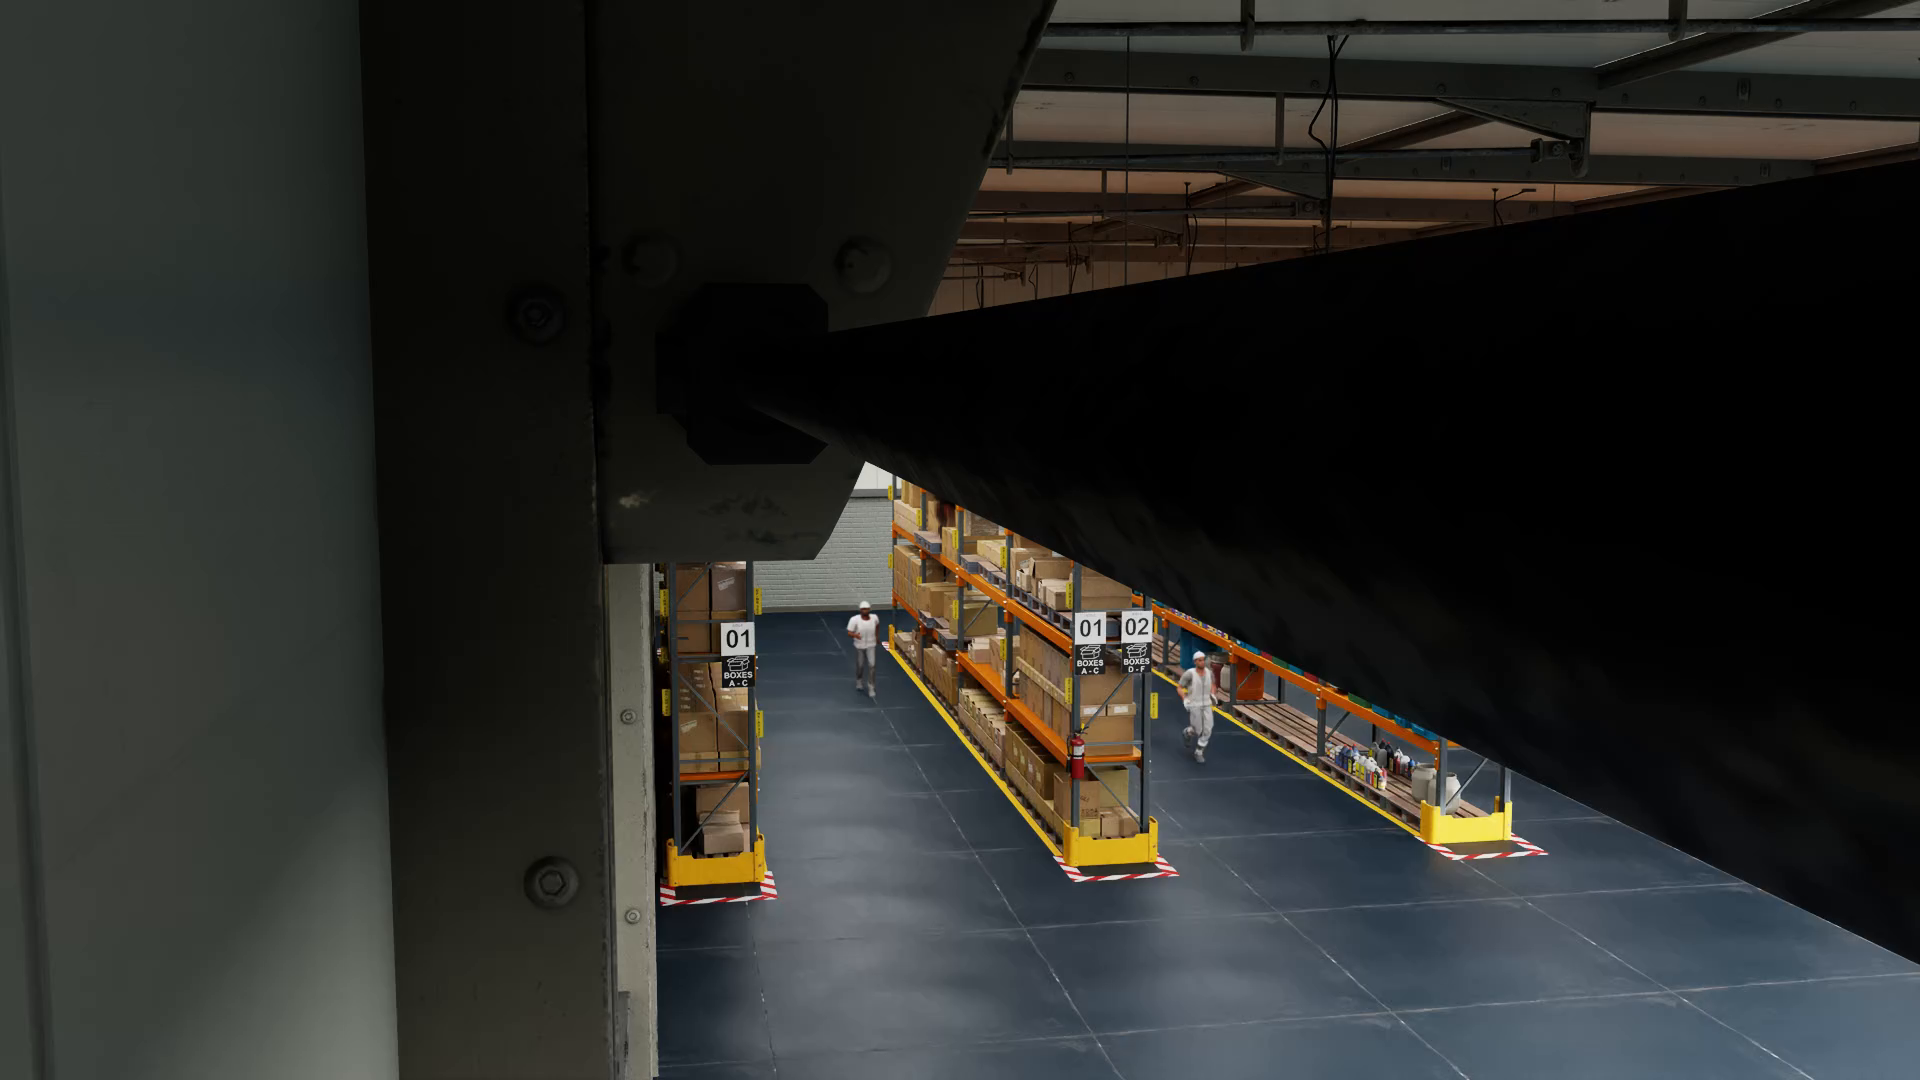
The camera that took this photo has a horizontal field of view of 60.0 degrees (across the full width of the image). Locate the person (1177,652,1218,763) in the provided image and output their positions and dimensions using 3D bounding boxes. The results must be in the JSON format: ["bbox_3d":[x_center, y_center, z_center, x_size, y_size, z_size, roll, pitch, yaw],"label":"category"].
[{"bbox_3d":[3.778,2.628,26.402,0.670,1.752,0.611,-2,7,-19],"label":"person"}]

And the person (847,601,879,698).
[{"bbox_3d":[-1.826,2.036,31.550,0.640,1.796,0.890,-1,6,-10],"label":"person"}]
